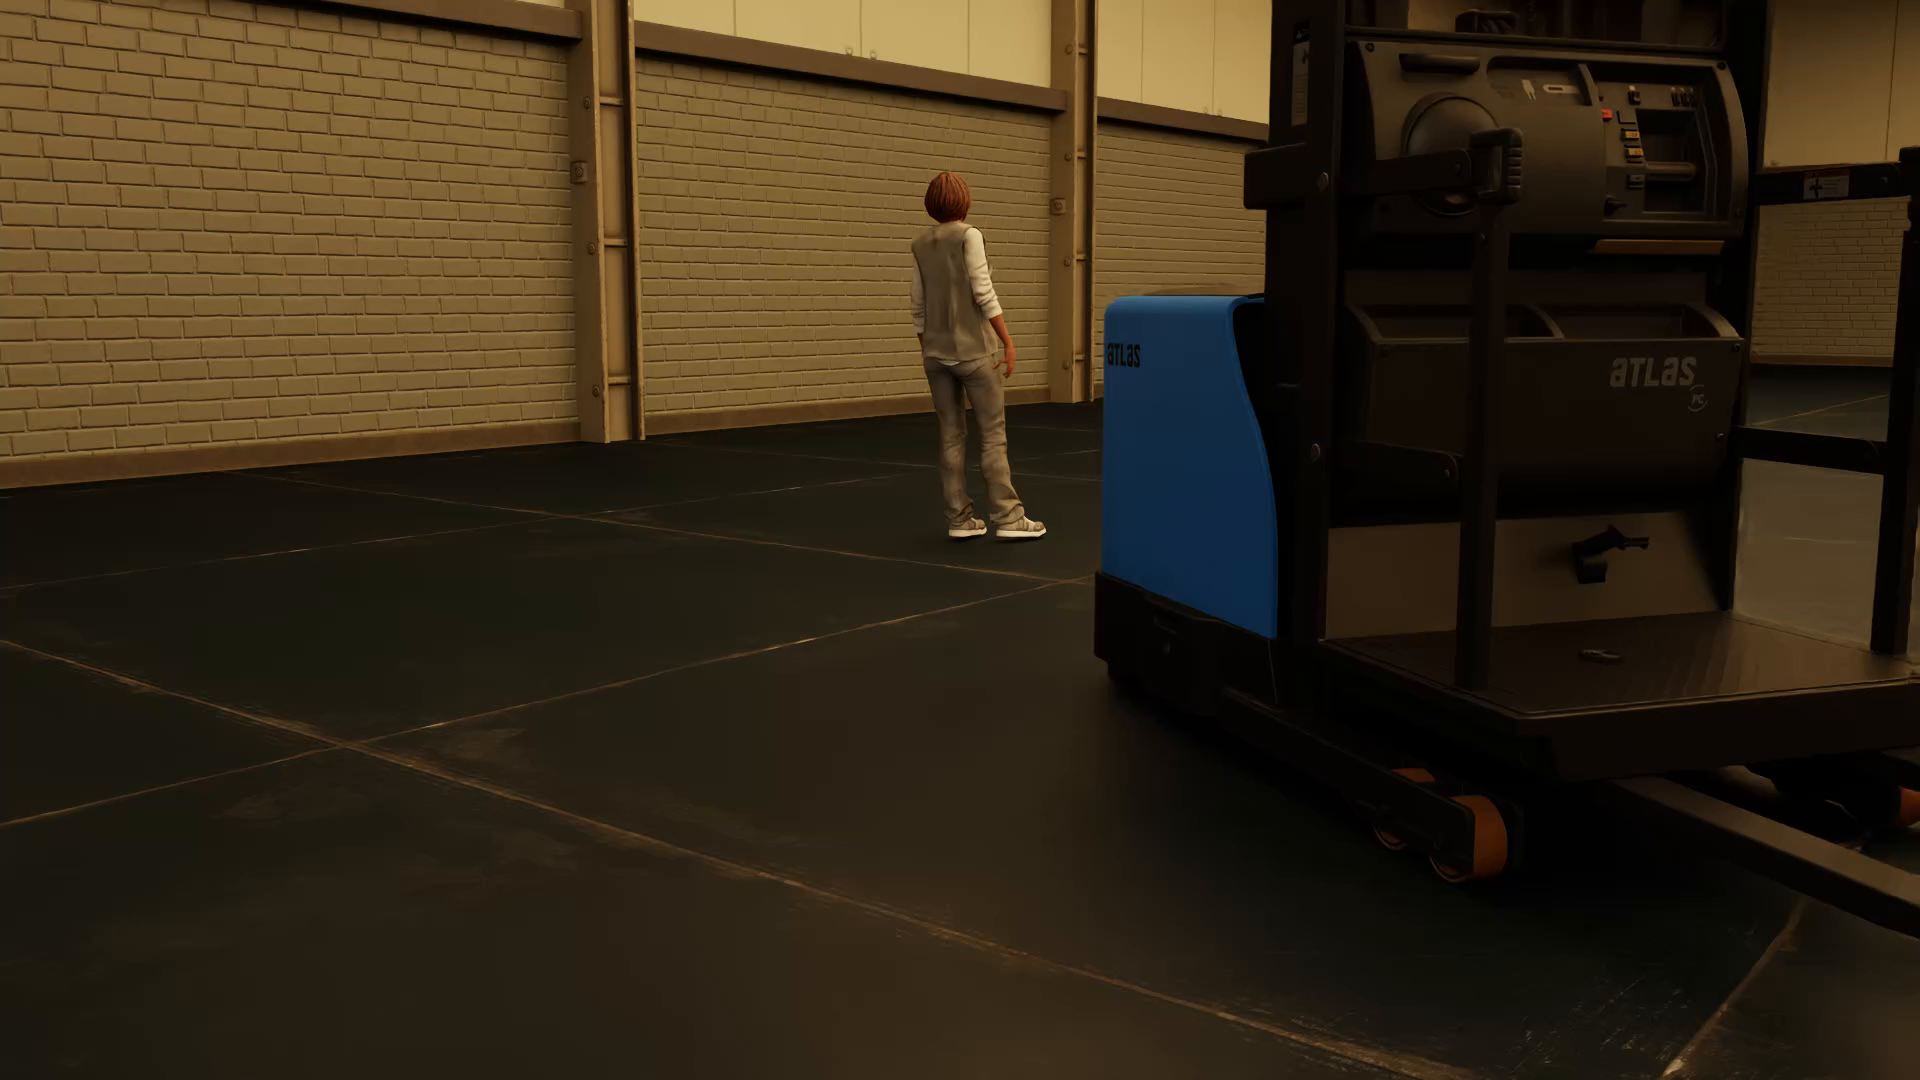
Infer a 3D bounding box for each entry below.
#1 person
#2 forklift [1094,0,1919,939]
[{"bbox_3d":[0.058,-0.805,7.337,0.520,1.599,0.473,7,11,38],"label":"person"},{"bbox_3d":[1.324,-0.880,3.299,1.130,2.935,3.031,-3,9,-18],"label":"forklift"}]
